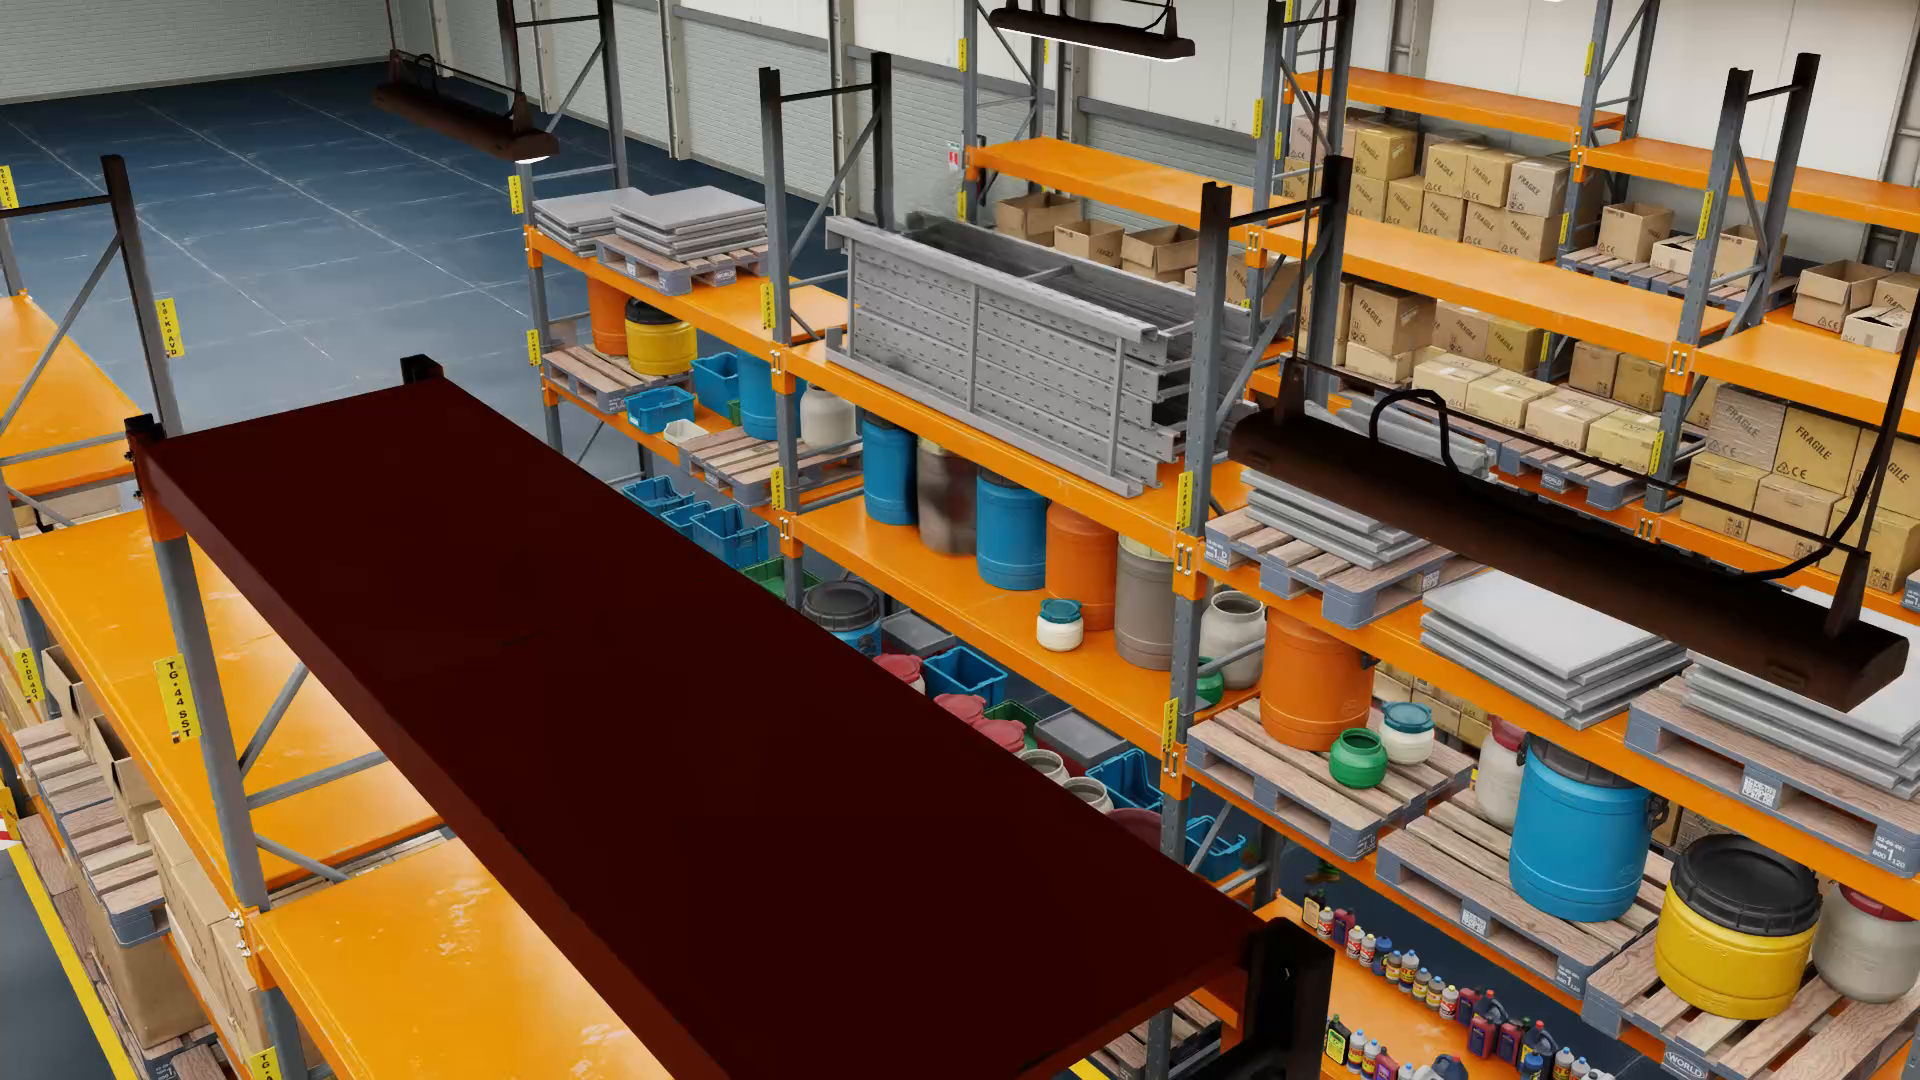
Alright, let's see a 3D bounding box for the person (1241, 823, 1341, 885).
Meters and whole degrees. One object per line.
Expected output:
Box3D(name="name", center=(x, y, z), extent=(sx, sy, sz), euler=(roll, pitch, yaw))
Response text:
Box3D(name="person", center=(2.437, 1.673, 12.035), extent=(0.857, 1.820, 0.648), euler=(23, 34, 39))
